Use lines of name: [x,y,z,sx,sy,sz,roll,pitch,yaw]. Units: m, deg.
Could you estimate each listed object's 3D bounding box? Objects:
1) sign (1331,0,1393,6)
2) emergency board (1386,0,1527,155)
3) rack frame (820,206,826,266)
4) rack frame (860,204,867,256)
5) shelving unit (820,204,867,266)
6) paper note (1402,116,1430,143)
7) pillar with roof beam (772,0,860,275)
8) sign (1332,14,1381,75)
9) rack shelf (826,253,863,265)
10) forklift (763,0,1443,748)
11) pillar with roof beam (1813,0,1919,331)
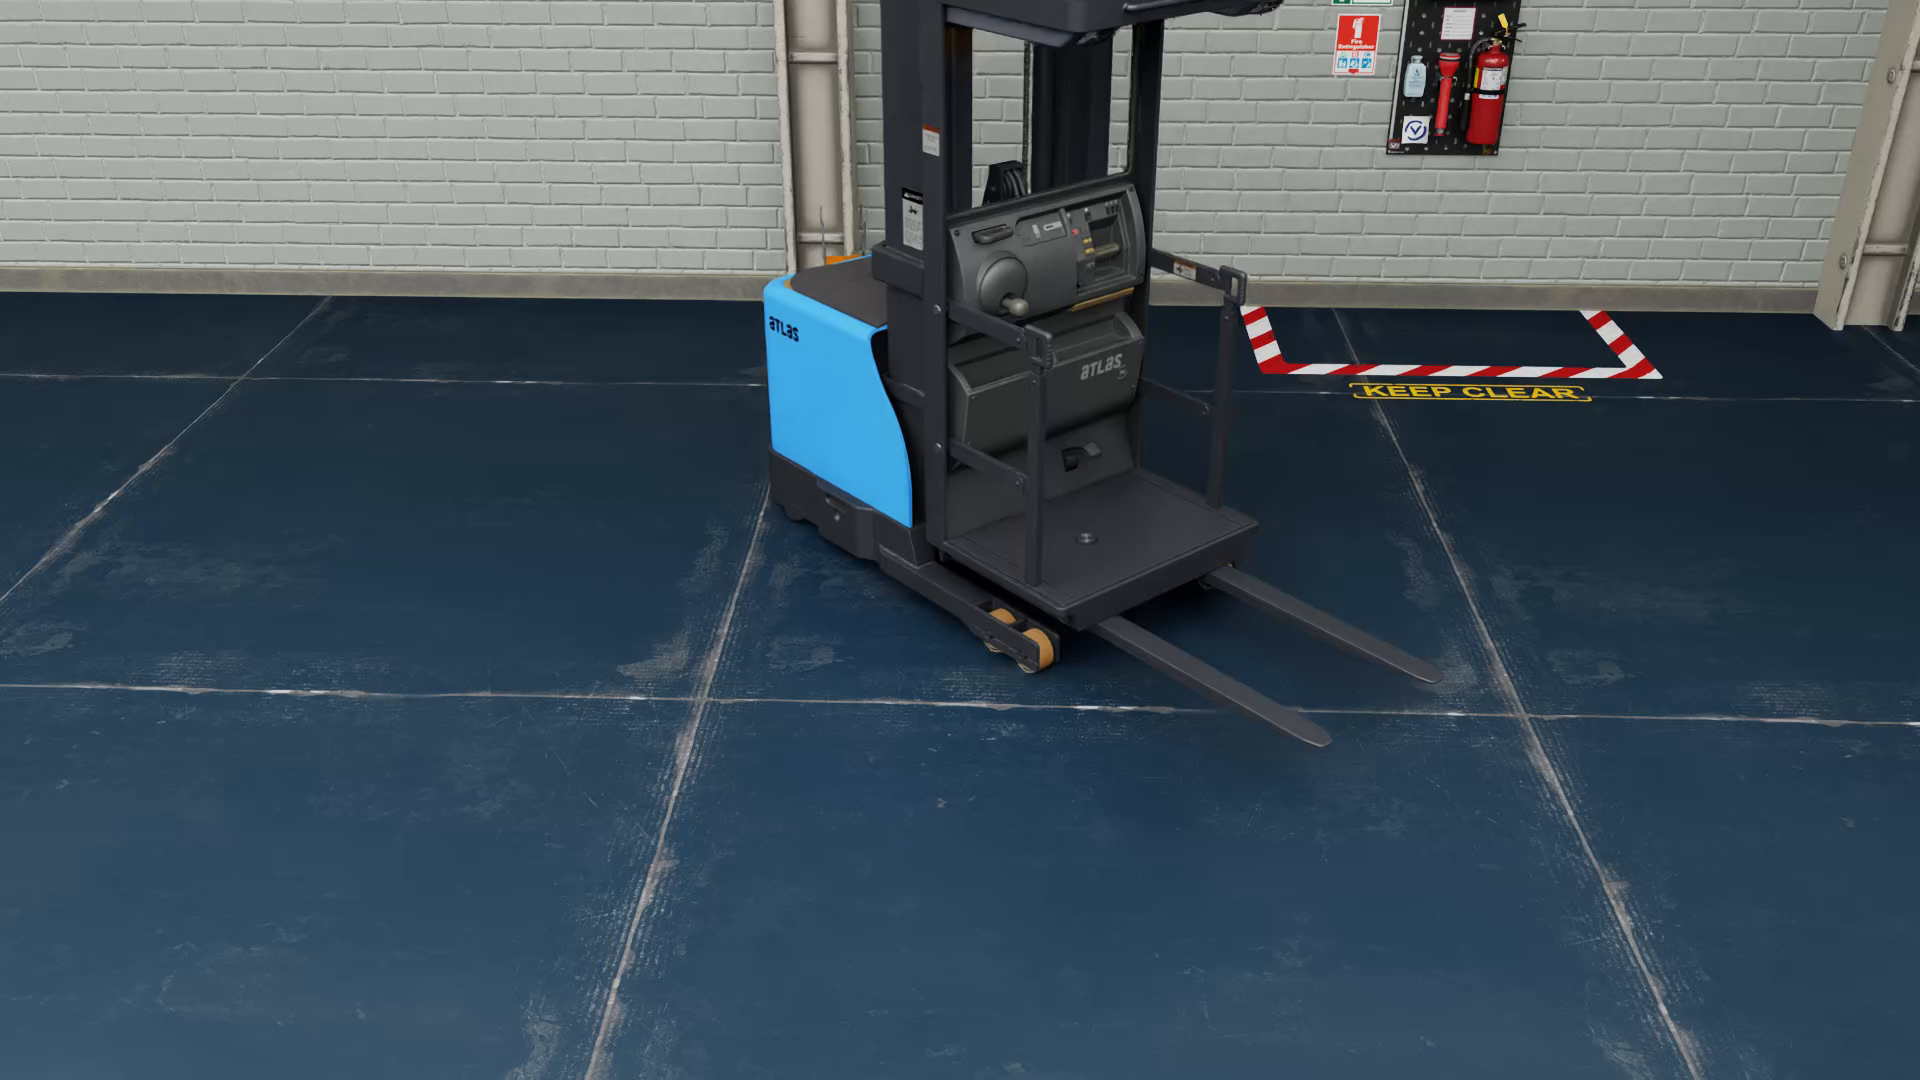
sign: [2.187,-2.958,9.023,0.331,0.109,0.001,1,28,2]
emergency board: [2.732,-2.655,9.055,0.643,1.169,0.194,1,28,2]
rack frame: [-0.608,-0.932,7.724,0.006,1.200,0.240,-4,29,-5]
rack frame: [-0.426,-0.945,7.741,0.006,1.200,0.240,-4,29,-5]
shelving unit: [-0.517,-0.938,7.733,0.189,1.200,0.258,-4,29,-5]
paper note: [2.557,-2.301,9.328,0.142,0.148,0.016,1,28,2]
pillar with roof beam: [-0.948,-3.331,3.925,0.400,9.000,9.100,1,28,2]
sign: [2.183,-2.728,9.155,0.234,0.329,0.001,1,28,2]
rack shelf: [-0.523,-1.215,7.582,0.180,0.103,0.258,-4,29,-5]
forklift: [0.480,-1.058,6.116,1.130,2.935,3.031,-21,35,-35]
pillar with roof beam: [5.048,-3.232,3.738,0.400,9.000,9.100,1,28,2]
